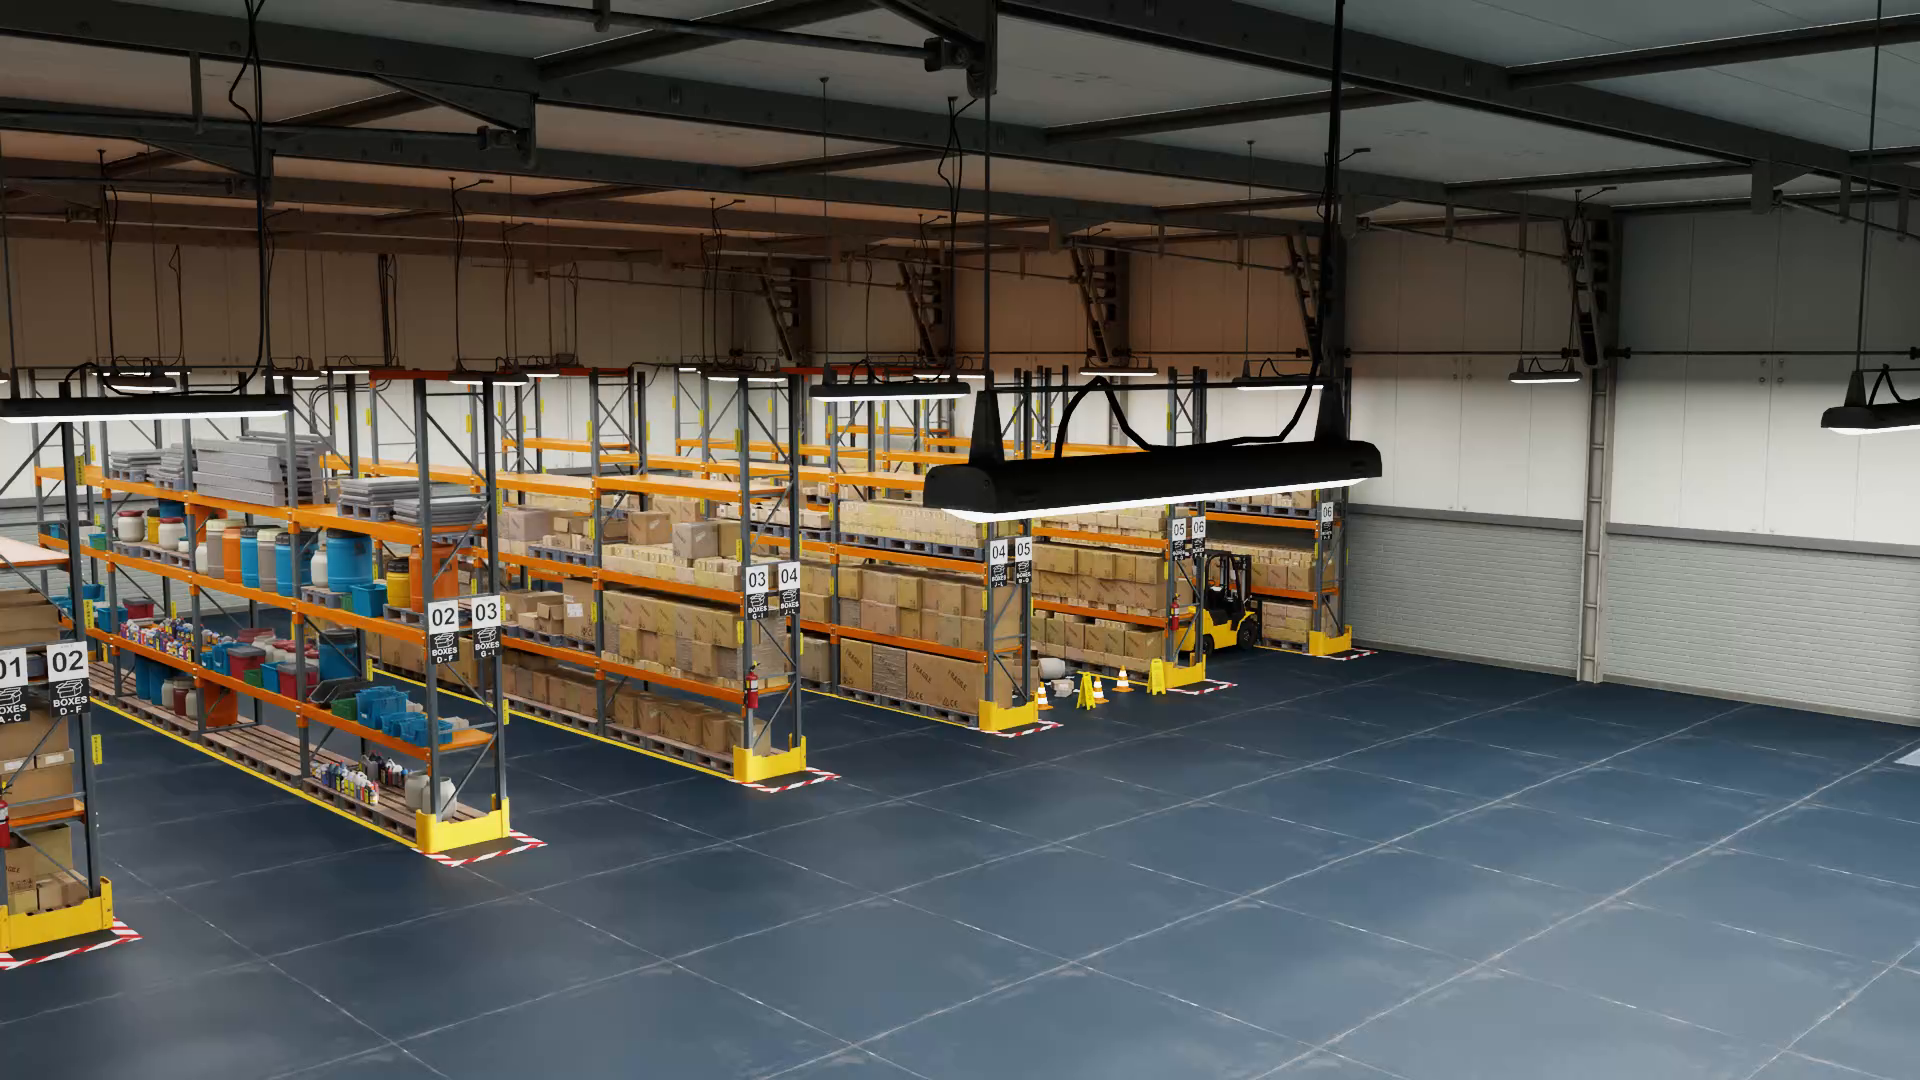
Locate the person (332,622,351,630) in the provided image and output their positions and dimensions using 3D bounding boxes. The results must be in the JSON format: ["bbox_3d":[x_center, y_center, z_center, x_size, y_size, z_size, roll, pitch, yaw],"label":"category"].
[{"bbox_3d":[-11.005,2.159,29.639,0.775,1.754,0.584,6,9,41],"label":"person"}]

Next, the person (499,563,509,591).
[{"bbox_3d":[-10.305,1.300,36.976,0.684,1.725,0.593,-6,9,-42],"label":"person"}]

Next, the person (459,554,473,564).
[{"bbox_3d":[-11.804,1.073,39.353,0.800,1.677,0.554,2,7,15],"label":"person"}]
